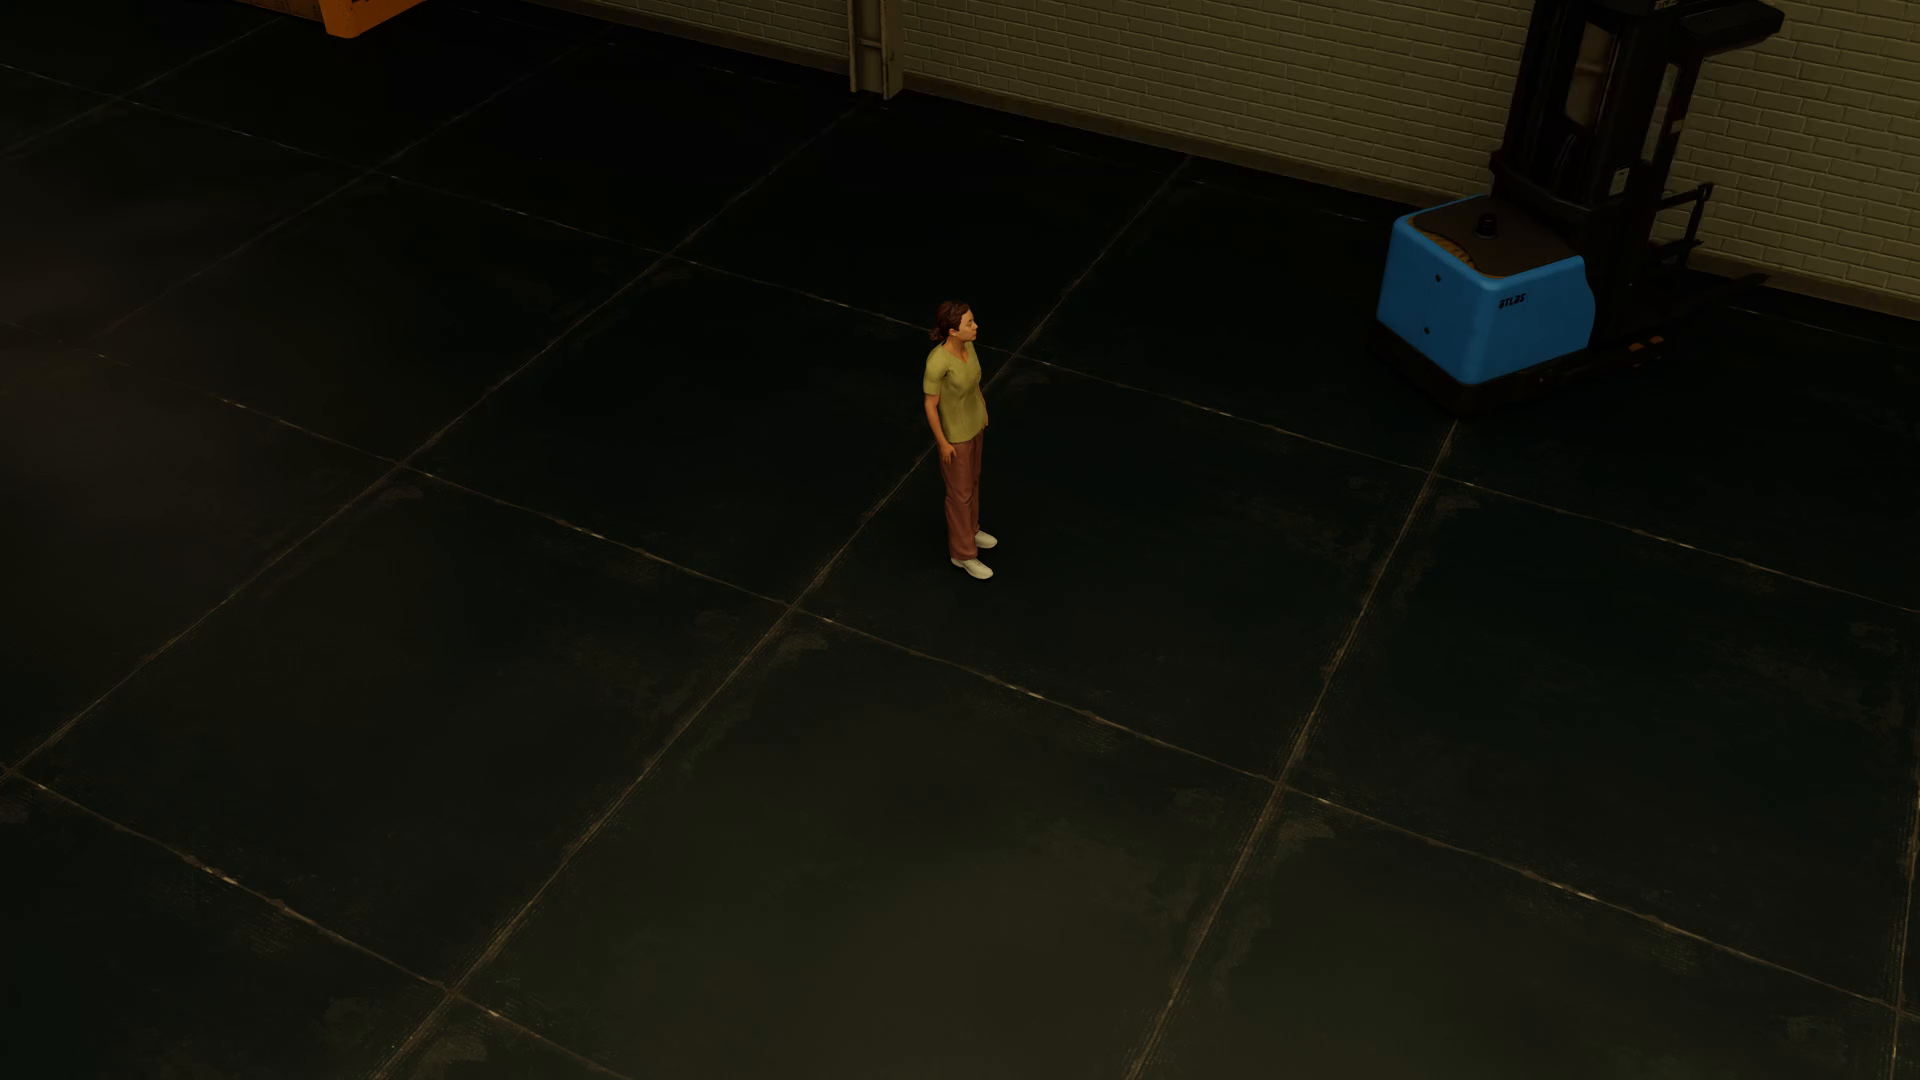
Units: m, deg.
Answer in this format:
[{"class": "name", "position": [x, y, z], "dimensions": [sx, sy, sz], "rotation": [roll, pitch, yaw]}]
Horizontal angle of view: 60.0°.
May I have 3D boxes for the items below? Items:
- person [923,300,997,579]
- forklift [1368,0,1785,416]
[{"class": "person", "position": [0.060, -0.618, 9.683], "dimensions": [0.549, 1.675, 0.553], "rotation": [18, 43, 21]}, {"class": "forklift", "position": [4.445, -2.625, 11.103], "dimensions": [3.031, 2.935, 1.130], "rotation": [-18, 43, -21]}]
